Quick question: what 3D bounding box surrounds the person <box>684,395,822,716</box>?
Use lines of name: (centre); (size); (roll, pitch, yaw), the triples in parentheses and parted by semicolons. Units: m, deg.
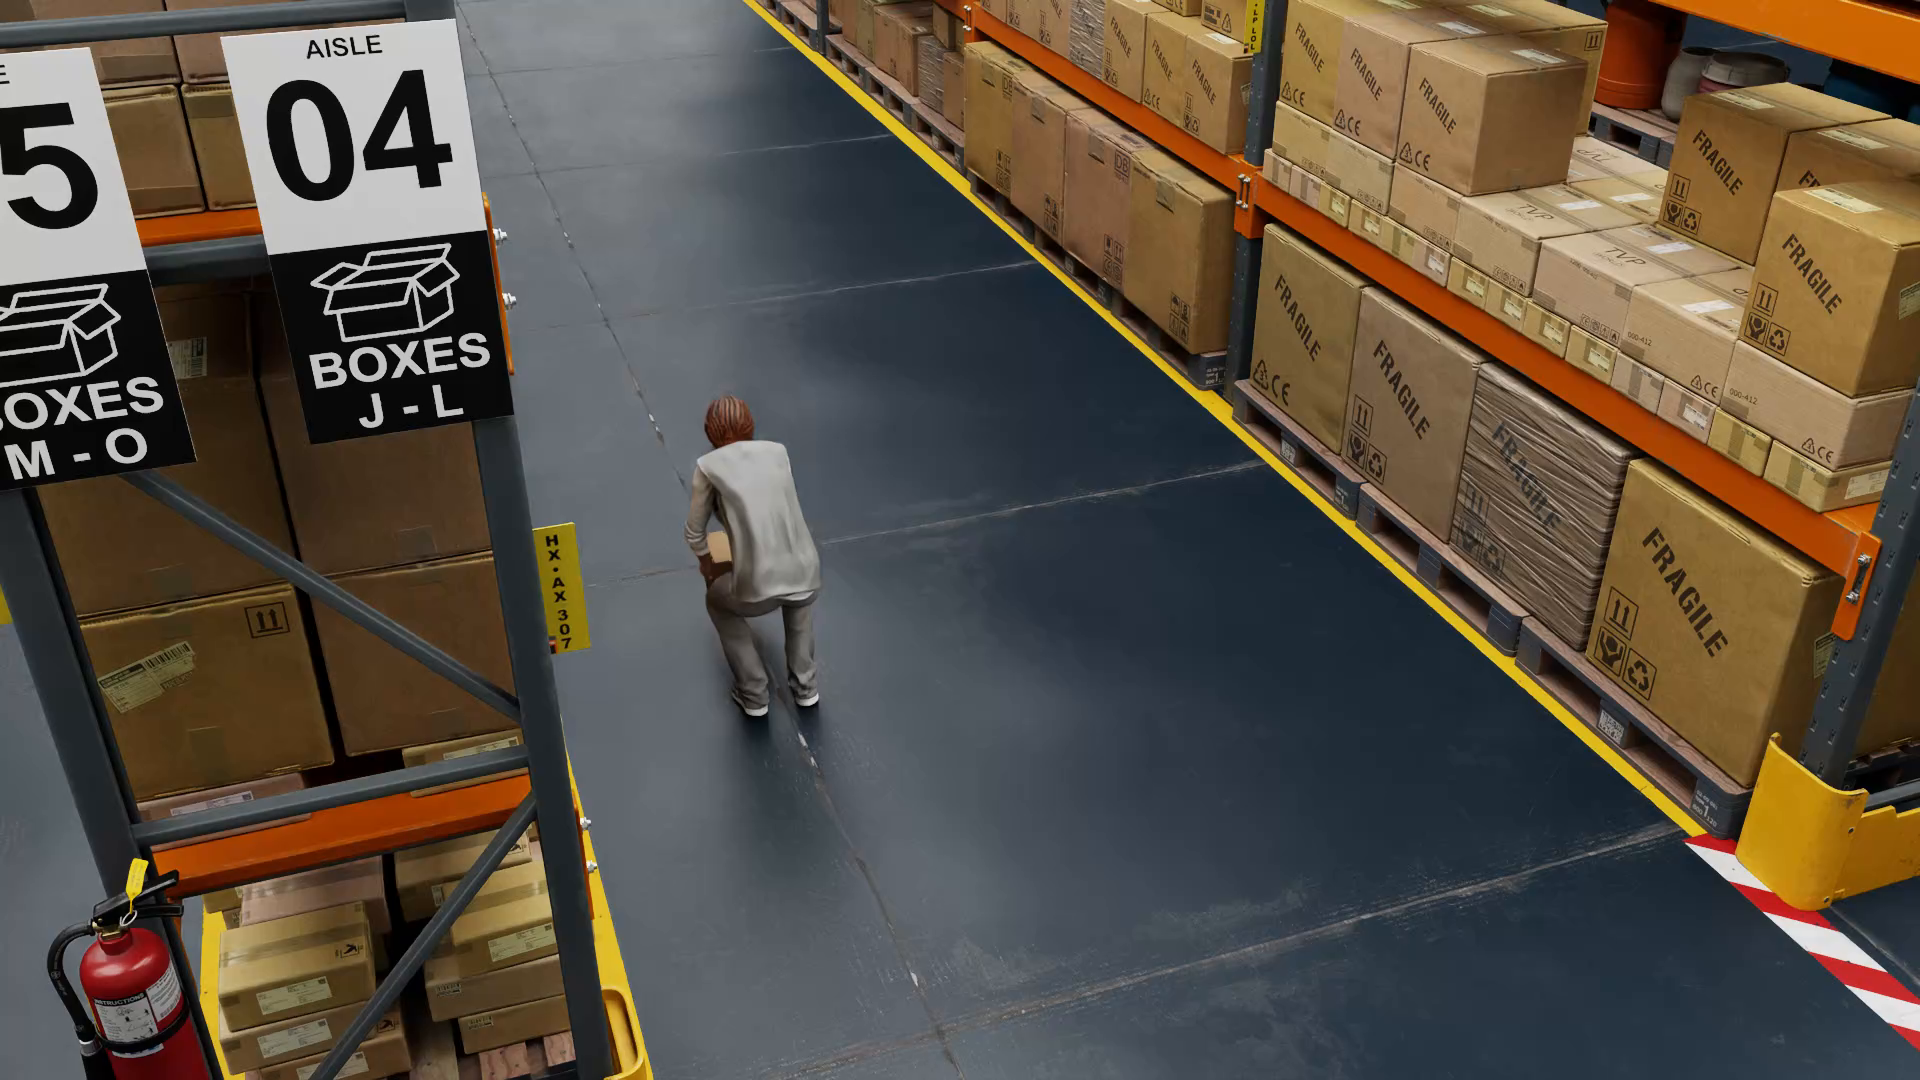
person: (-0.792, 0.094, 6.387); (0.465, 1.190, 0.710); (-11, 32, -17)
